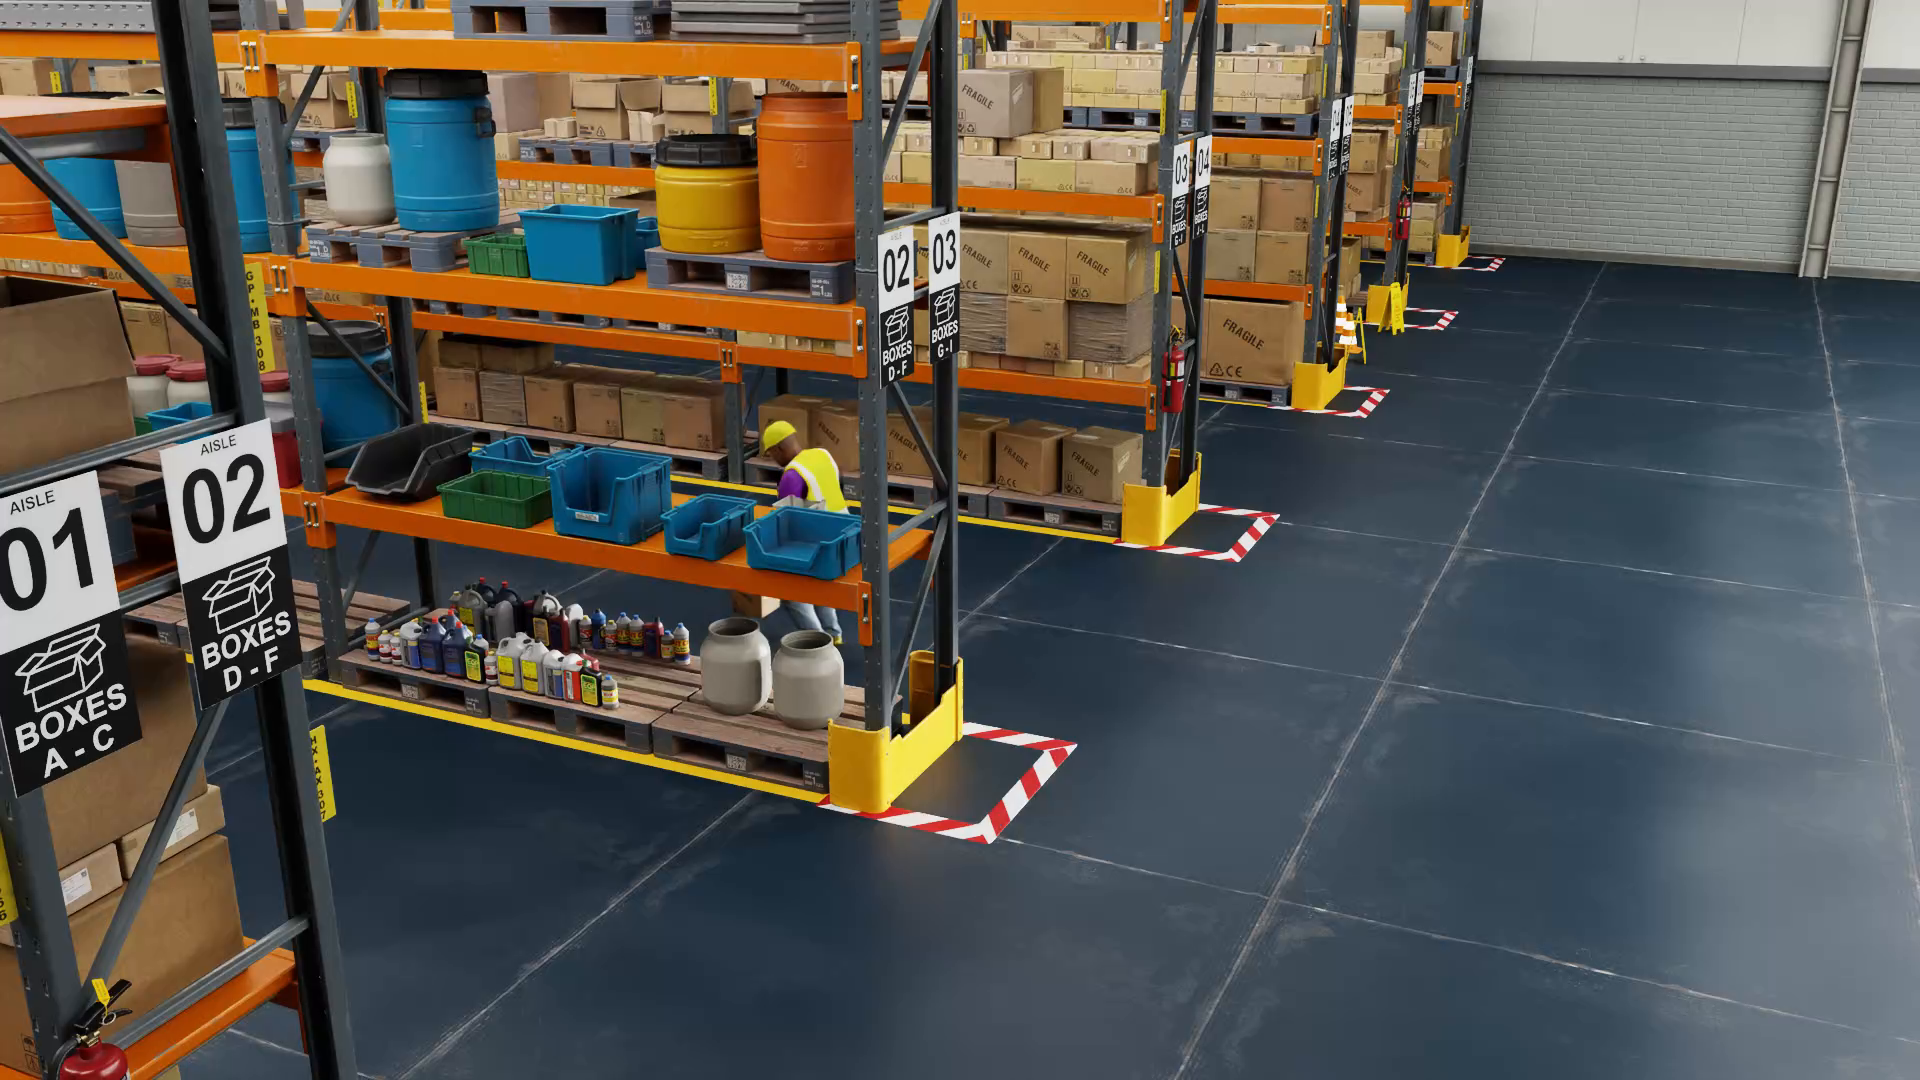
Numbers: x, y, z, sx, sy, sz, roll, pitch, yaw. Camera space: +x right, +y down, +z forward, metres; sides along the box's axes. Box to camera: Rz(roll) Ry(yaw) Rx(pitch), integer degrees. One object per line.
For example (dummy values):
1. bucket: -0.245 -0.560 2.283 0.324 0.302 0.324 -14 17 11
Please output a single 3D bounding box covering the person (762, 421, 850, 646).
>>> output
1. person: -1.045 -0.006 11.286 0.599 1.614 0.616 9 21 24
